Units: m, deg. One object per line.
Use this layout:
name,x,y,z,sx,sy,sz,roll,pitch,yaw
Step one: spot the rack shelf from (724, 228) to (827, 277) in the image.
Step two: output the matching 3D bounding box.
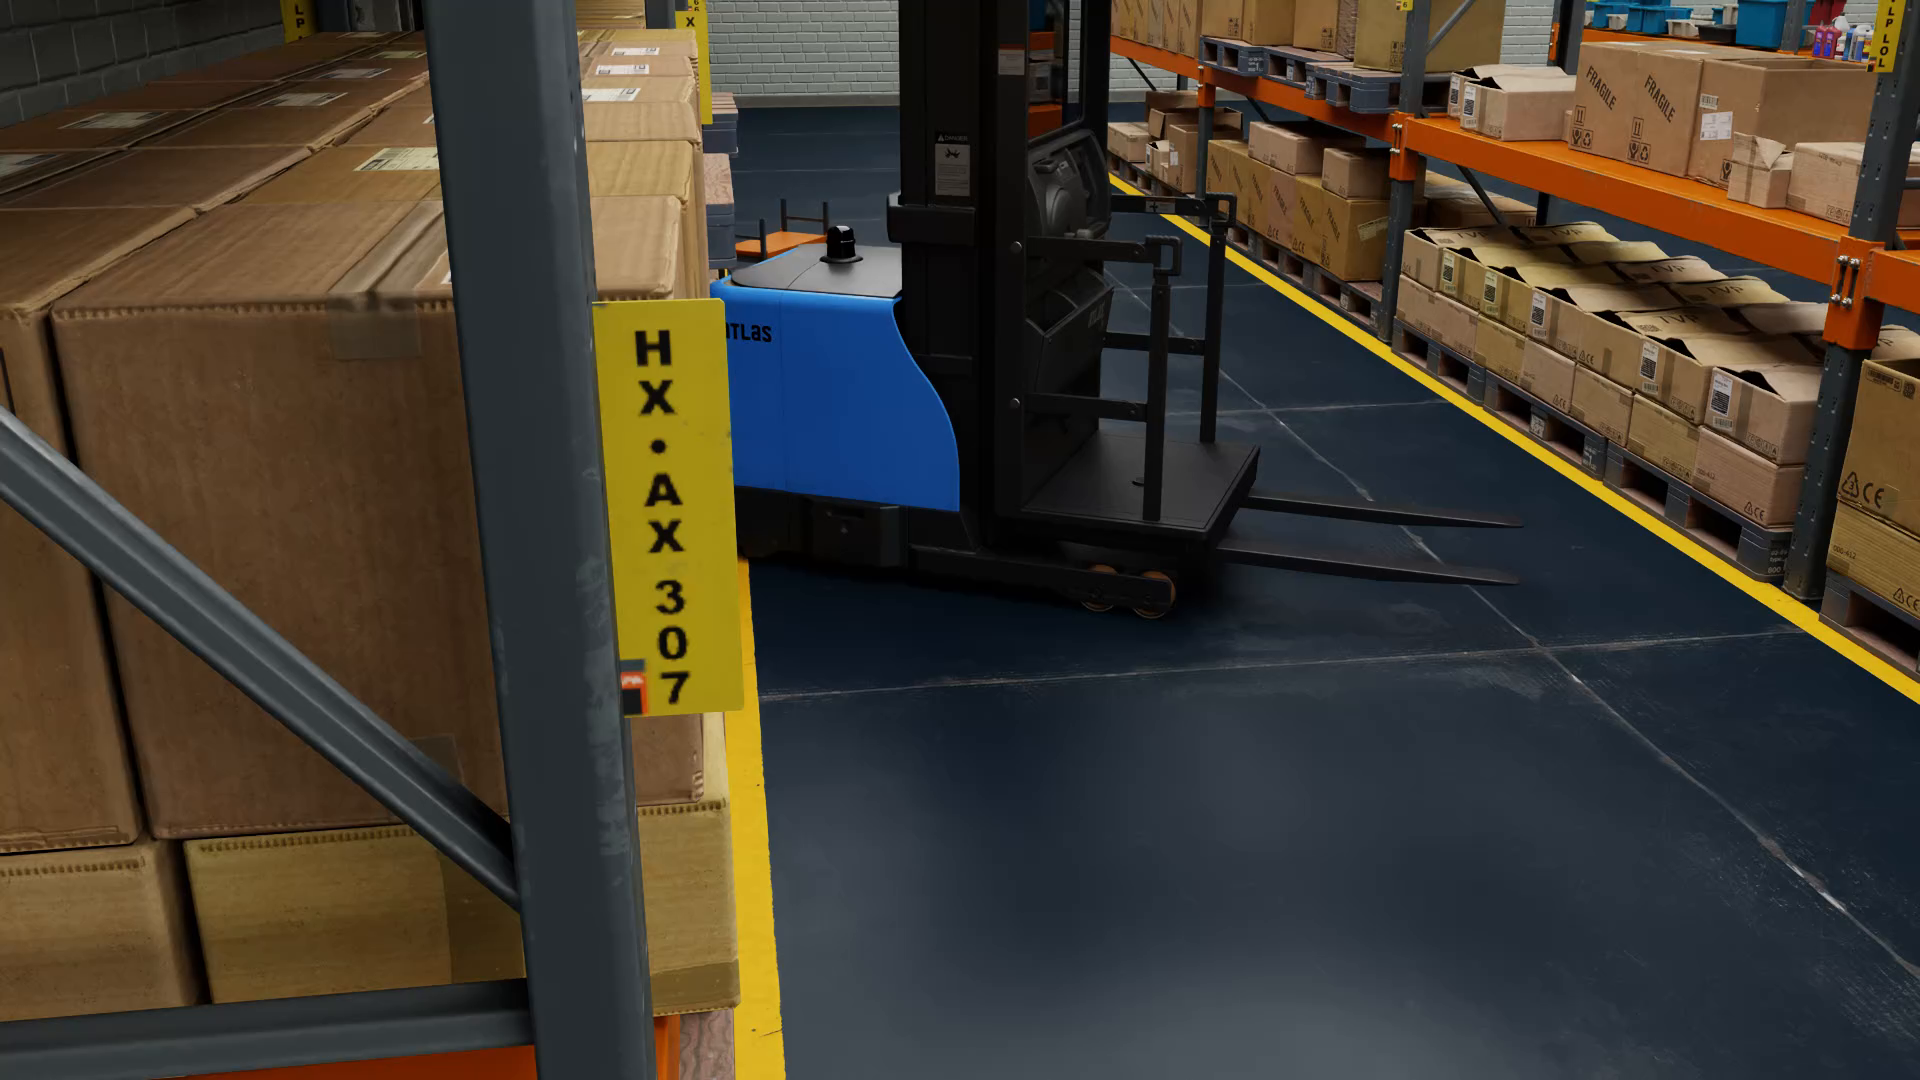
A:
rack shelf,-0.793,-1.215,7.132,0.258,0.148,0.480,10,23,26

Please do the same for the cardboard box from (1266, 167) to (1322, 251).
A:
cardboard box,2.470,-2.313,11.566,0.500,0.500,0.500,-4,21,-10

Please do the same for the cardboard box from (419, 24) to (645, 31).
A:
cardboard box,-1.371,-1.400,5.407,0.700,0.500,0.500,-3,21,-8

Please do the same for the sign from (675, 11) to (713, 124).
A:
sign,-0.796,-1.405,4.954,0.100,0.325,0.005,-3,21,-8

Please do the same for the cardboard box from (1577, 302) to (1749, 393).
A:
cardboard box,3.077,-0.871,7.288,0.500,0.311,0.500,-3,21,-8

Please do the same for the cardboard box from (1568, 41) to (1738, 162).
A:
cardboard box,3.251,-2.072,7.835,0.500,0.500,0.500,-4,21,-11

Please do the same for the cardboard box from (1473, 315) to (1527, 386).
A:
cardboard box,2.932,-0.964,8.341,0.500,0.250,0.500,-3,21,-9

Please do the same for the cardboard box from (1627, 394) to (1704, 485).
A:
cardboard box,3.152,-0.434,6.919,0.500,0.250,0.500,-3,21,-9

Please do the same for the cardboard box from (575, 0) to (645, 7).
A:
cardboard box,-1.629,-2.015,7.052,0.700,0.500,0.500,-3,21,-8

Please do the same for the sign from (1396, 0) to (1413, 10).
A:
sign,2.458,-3.080,9.135,0.100,0.325,0.005,-3,21,-8

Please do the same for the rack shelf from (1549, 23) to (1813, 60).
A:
rack shelf,7.031,-4.595,15.759,1.077,0.370,4.000,-3,21,-8

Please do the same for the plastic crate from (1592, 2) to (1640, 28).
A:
plastic crate,6.547,-5.244,16.622,0.416,0.233,0.300,-3,21,-8

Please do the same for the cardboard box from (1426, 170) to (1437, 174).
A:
cardboard box,2.982,-2.348,11.660,0.500,0.500,0.500,-4,21,-10

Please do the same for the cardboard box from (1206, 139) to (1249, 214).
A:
cardboard box,2.245,-2.846,12.992,0.500,0.500,0.500,-4,21,-10

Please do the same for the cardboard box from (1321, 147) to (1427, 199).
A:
cardboard box,2.614,-2.323,10.521,0.500,0.250,0.500,-2,21,-6

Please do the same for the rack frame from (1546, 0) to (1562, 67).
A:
rack frame,6.742,-5.624,17.487,1.000,3.000,0.127,-3,21,-8

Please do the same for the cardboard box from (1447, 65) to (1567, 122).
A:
cardboard box,3.002,-2.436,9.078,0.500,0.311,0.500,-2,21,-4

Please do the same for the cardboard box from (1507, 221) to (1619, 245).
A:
cardboard box,3.312,-1.608,9.263,0.500,0.311,0.500,-2,21,-6

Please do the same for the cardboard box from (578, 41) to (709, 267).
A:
cardboard box,-0.880,-0.939,4.058,0.500,0.500,0.500,-3,21,-8

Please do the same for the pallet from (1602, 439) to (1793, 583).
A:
pallet,3.425,-0.168,6.863,1.003,0.211,1.213,-3,21,-8

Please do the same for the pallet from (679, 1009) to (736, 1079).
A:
pallet,-1.021,0.991,3.762,1.003,0.211,1.213,-3,21,-8

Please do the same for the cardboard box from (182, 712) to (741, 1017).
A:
cardboard box,-0.511,0.291,1.835,0.500,0.250,0.500,-4,21,-9

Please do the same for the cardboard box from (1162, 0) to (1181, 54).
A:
cardboard box,2.015,-4.376,14.002,0.500,0.500,0.500,-2,21,-6

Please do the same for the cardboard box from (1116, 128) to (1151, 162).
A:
cardboard box,1.782,-3.745,15.756,0.500,0.250,0.500,-3,21,-8

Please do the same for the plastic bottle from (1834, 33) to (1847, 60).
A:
plastic bottle,7.003,-3.912,13.188,0.097,0.201,0.097,0,20,0

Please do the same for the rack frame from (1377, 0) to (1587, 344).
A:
rack frame,2.993,-2.606,9.405,1.000,3.000,0.127,-3,21,-8

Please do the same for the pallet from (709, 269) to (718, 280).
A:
pallet,-2.120,-1.746,11.090,1.003,0.211,1.213,-3,21,-8

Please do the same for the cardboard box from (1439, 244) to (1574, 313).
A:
cardboard box,2.862,-1.399,8.704,0.500,0.311,0.500,-3,21,-9

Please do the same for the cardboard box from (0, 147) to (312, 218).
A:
cardboard box,-1.096,-0.202,2.085,0.500,0.500,0.500,-3,21,-7

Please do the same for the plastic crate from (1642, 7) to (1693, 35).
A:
plastic crate,6.685,-4.912,15.734,0.416,0.233,0.300,-3,21,-8

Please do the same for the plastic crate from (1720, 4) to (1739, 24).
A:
plastic crate,7.281,-4.750,15.229,0.437,0.282,0.530,-3,21,-8

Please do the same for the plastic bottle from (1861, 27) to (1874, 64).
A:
plastic bottle,7.051,-3.831,12.870,0.097,0.271,0.097,0,20,0

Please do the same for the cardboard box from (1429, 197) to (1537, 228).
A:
cardboard box,3.210,-1.813,10.226,0.500,0.500,0.500,-2,21,-5

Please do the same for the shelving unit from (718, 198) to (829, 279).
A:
shelving unit,-0.793,-0.847,7.270,0.258,1.200,0.503,10,23,26

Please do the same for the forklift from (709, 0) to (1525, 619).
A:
forklift,0.590,-1.301,6.009,3.031,2.935,1.130,7,22,18

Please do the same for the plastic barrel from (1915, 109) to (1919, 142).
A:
plastic barrel,7.482,-3.018,12.909,0.600,0.901,0.708,-3,21,-8

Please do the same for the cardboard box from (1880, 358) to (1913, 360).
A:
cardboard box,3.757,-0.548,6.424,0.500,0.311,0.500,-3,21,-8

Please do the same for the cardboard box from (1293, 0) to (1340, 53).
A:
cardboard box,2.732,-3.626,11.393,0.700,0.500,0.500,-8,22,-21

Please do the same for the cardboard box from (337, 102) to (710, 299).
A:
cardboard box,-0.656,-0.406,2.631,0.500,0.500,0.500,-4,21,-10

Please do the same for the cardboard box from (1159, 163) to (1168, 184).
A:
cardboard box,1.940,-3.171,14.365,0.380,0.149,0.250,-3,21,-8

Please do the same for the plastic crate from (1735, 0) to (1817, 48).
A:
plastic crate,6.914,-4.404,14.158,0.392,0.384,0.575,-3,21,-8

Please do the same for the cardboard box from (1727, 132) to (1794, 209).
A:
cardboard box,3.261,-1.453,6.511,0.396,0.266,0.258,-3,21,-9

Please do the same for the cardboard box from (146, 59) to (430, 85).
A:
cardboard box,-1.333,-0.735,3.510,0.500,0.500,0.500,-2,21,-6

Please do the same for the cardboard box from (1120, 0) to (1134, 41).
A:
cardboard box,1.792,-4.903,15.414,0.500,0.500,0.500,-3,21,-8

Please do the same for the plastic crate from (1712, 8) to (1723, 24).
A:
plastic crate,7.292,-4.876,15.637,0.416,0.233,0.300,-3,21,-8

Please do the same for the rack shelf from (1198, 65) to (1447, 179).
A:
rack shelf,2.705,-2.961,11.385,1.077,0.370,4.000,-3,21,-8

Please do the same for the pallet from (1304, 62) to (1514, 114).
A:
pallet,2.826,-2.747,10.058,1.213,0.211,1.003,-3,21,-8

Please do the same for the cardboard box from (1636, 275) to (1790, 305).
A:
cardboard box,3.534,-1.080,7.849,0.500,0.311,0.500,-2,21,-6

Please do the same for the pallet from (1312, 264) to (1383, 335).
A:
pallet,2.923,-1.560,10.591,1.003,0.211,1.213,-3,21,-8

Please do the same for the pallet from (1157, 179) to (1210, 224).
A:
pallet,2.319,-2.922,14.238,1.003,0.211,1.213,-3,21,-8

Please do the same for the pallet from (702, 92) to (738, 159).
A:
pallet,-1.700,-2.023,8.120,1.213,0.211,1.003,-3,21,-8
